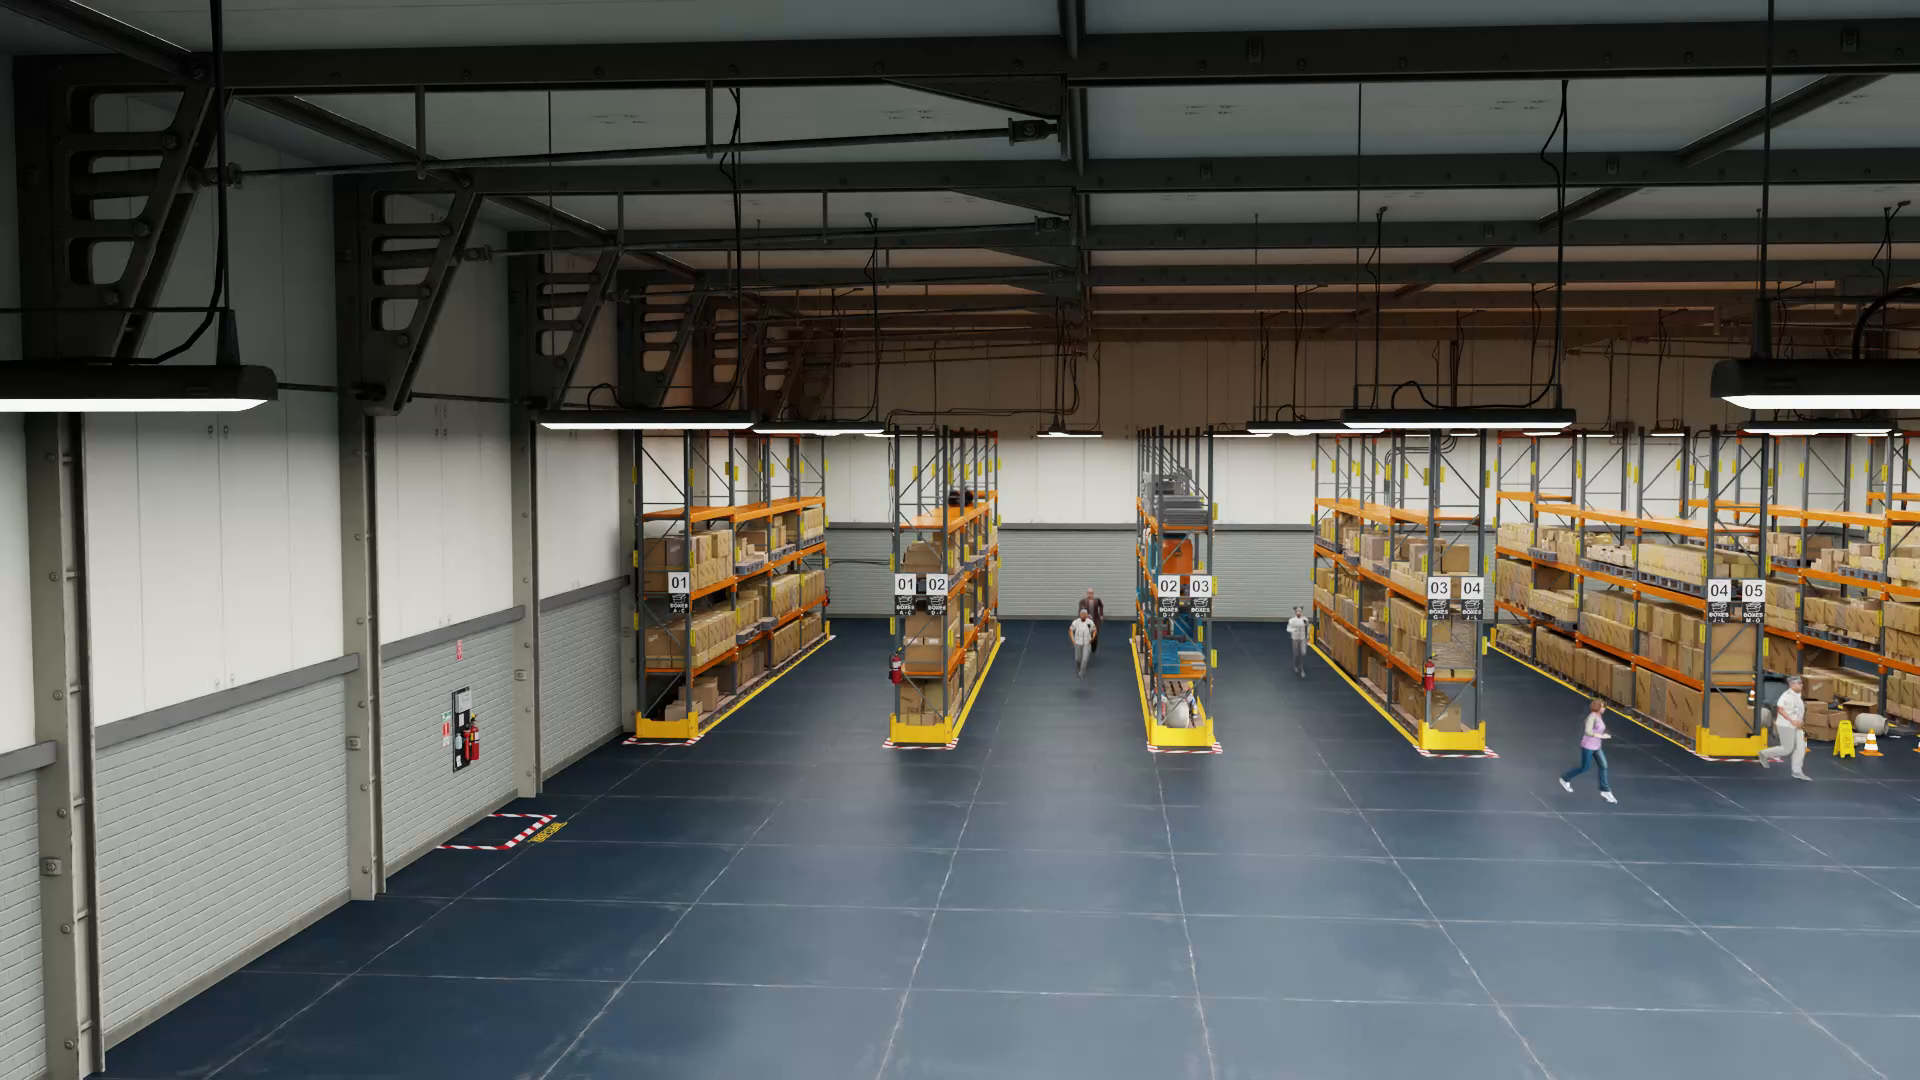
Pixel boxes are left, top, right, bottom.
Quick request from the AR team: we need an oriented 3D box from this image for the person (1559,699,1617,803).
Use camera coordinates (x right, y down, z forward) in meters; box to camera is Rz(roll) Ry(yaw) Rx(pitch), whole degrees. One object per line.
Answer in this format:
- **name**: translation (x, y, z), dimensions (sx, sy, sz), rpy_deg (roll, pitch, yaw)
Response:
- **person**: translation (10.032, 3.331, 26.519), dimensions (0.909, 1.610, 0.563), rpy_deg (3, 4, 39)

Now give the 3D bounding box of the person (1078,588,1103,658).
- **person**: translation (3.363, 2.140, 42.710), dimensions (0.672, 1.805, 0.836), rpy_deg (0, 3, 0)

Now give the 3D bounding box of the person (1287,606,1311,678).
- **person**: translation (8.233, 2.459, 40.387), dimensions (0.594, 1.753, 0.753), rpy_deg (0, 3, 7)

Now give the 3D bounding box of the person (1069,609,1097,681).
- **person**: translation (2.799, 2.368, 37.772), dimensions (0.624, 1.621, 0.483), rpy_deg (0, 3, 2)

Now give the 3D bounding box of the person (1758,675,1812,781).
- **person**: translation (14.057, 3.160, 28.263), dimensions (0.870, 1.772, 0.688), rpy_deg (3, 5, 45)
